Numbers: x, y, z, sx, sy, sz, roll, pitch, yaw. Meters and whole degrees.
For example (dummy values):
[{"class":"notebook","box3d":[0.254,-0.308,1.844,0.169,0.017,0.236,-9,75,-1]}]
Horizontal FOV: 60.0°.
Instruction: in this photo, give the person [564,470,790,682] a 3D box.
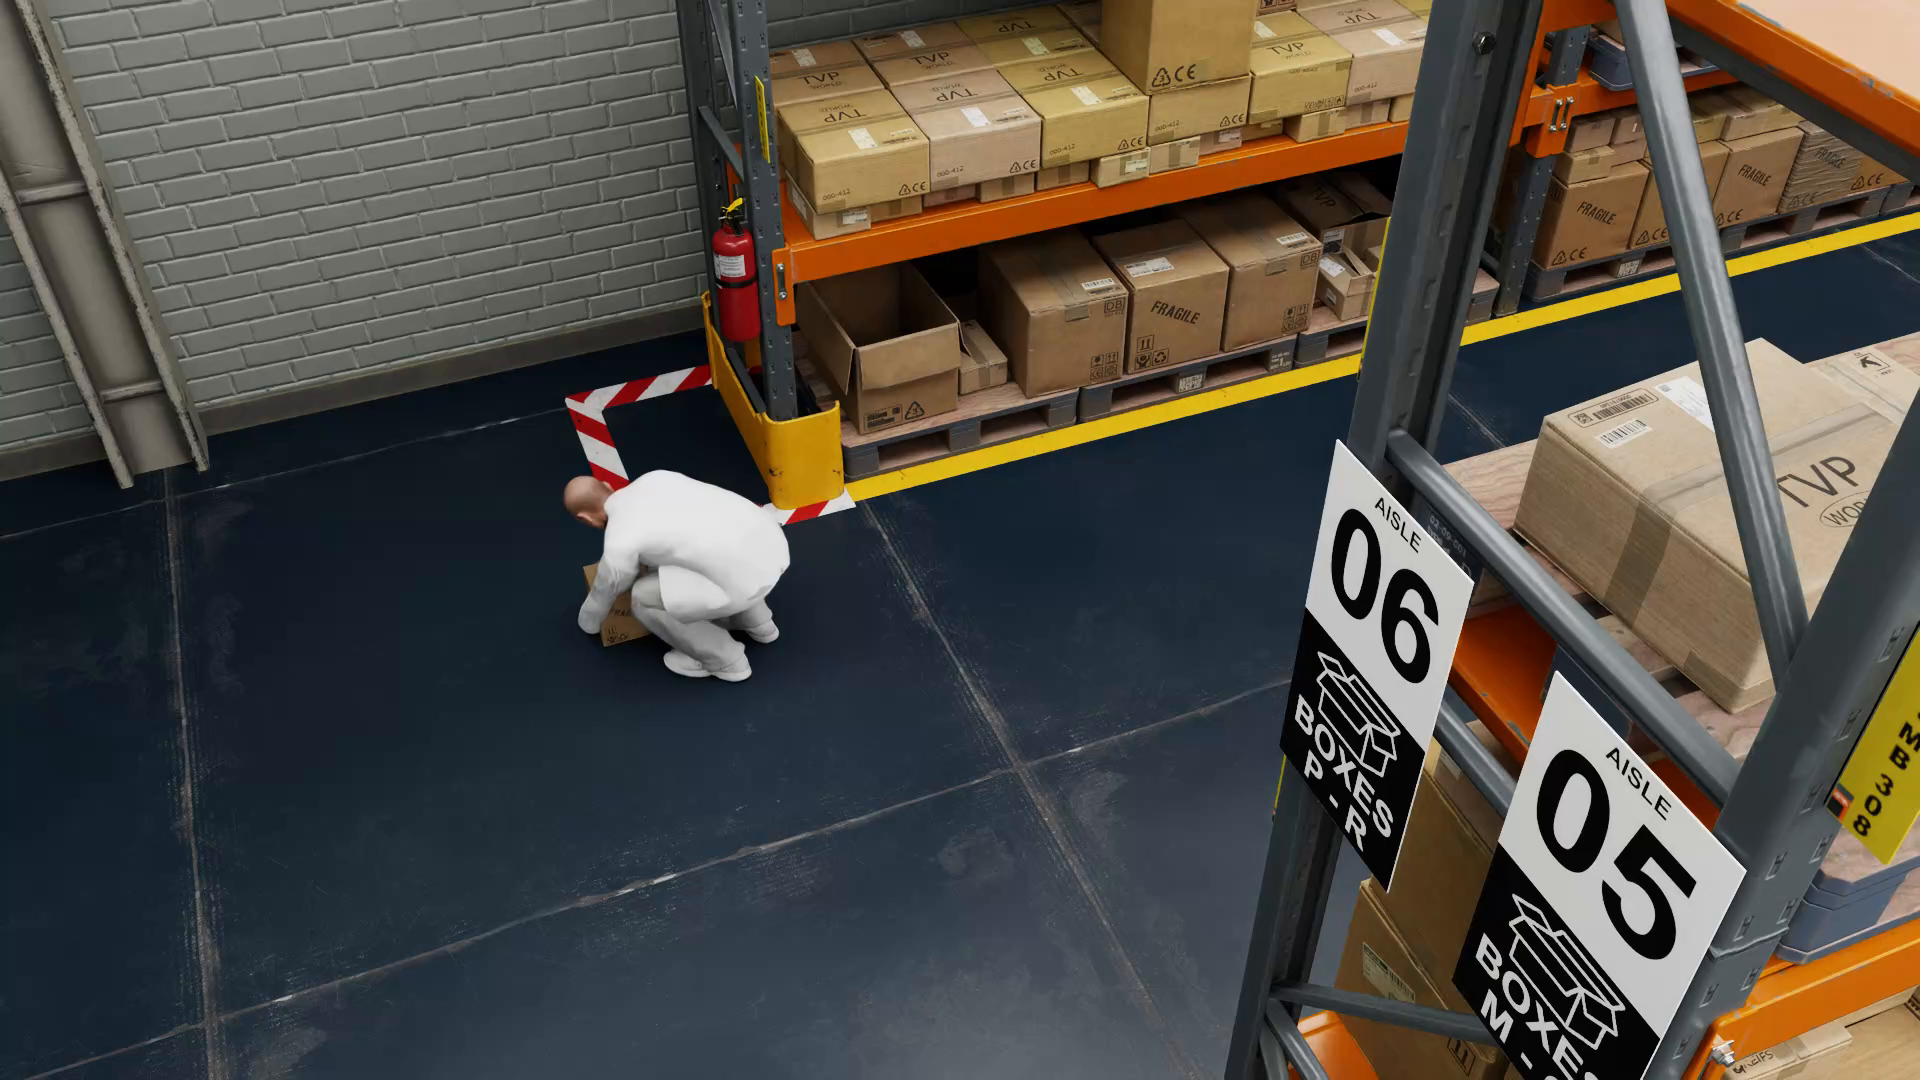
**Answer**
[{"class":"person","box3d":[-1.148,0.127,6.789,0.958,0.811,0.577,14,43,15]}]
